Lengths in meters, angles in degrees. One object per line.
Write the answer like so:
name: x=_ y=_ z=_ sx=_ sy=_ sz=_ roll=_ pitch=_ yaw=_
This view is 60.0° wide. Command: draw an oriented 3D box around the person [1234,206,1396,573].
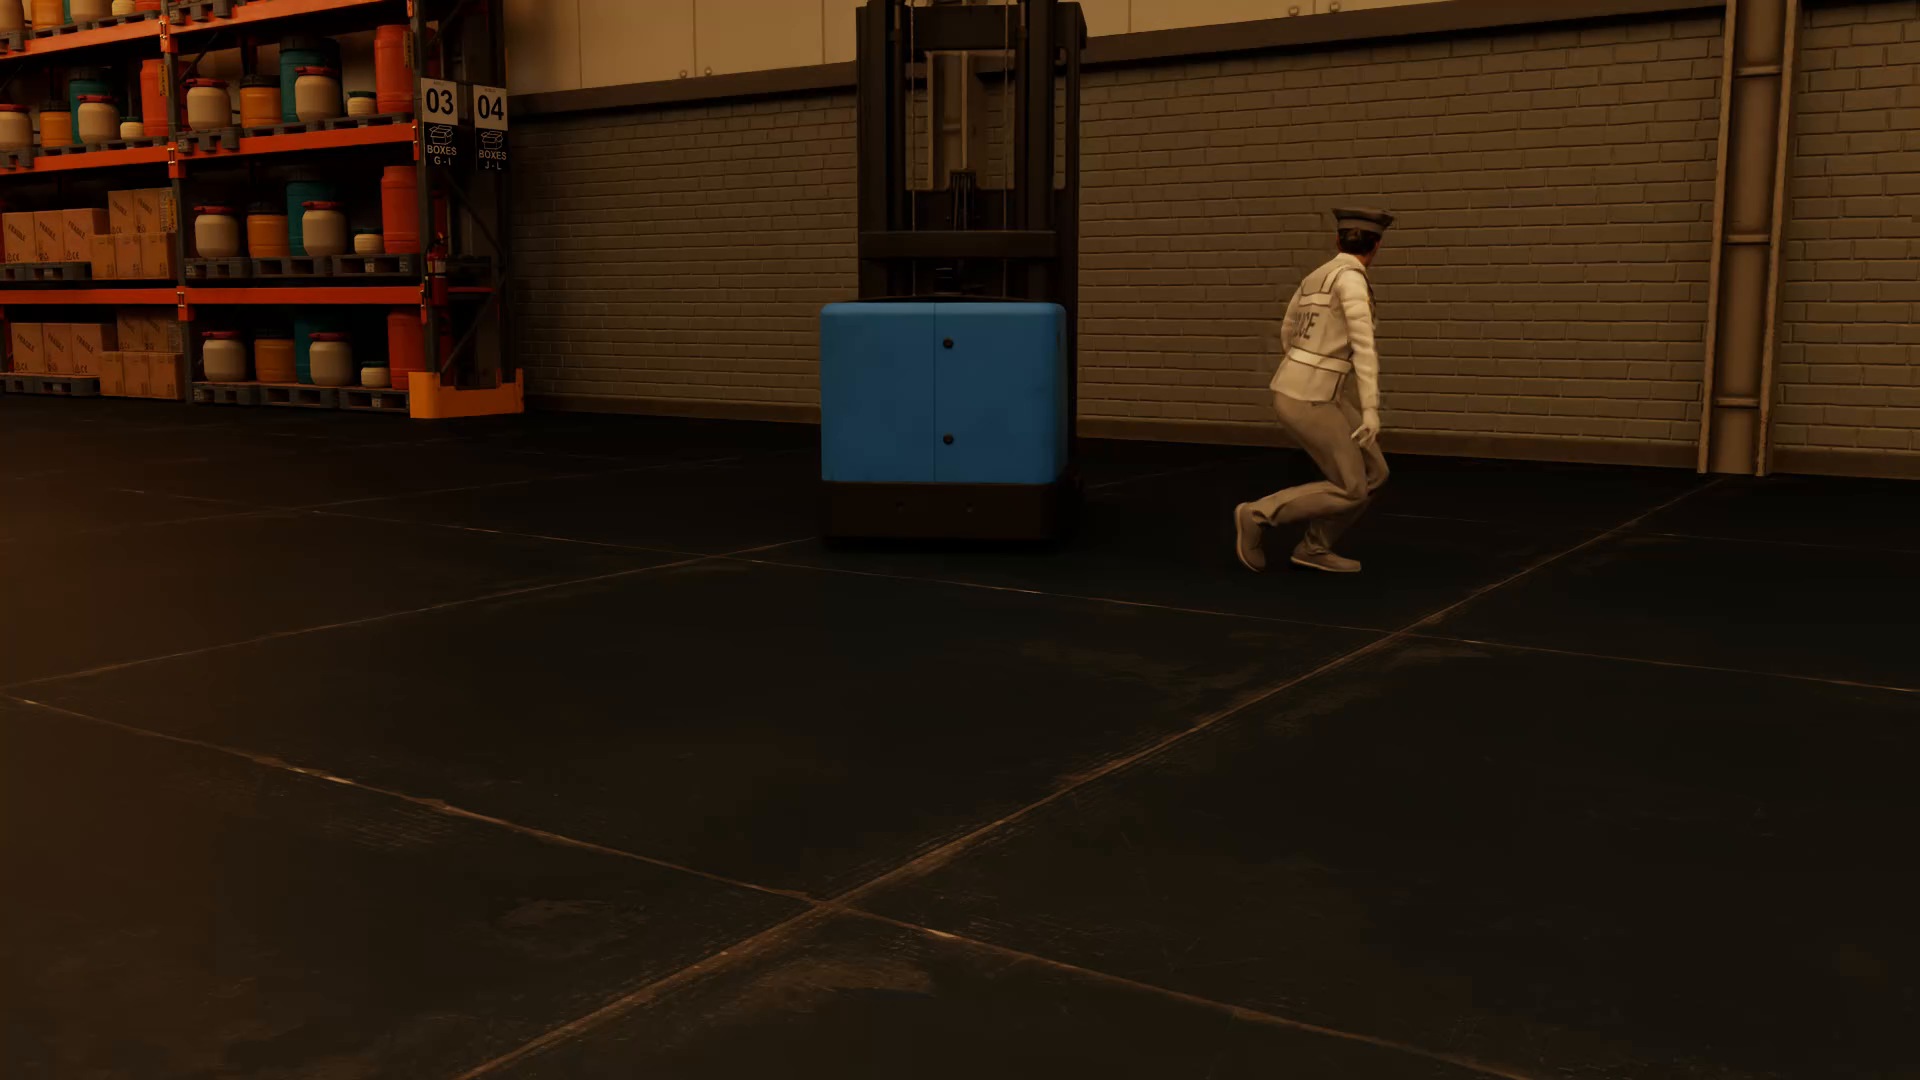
person: x=1.406 y=-0.574 z=6.590 sx=0.610 sy=1.454 sz=0.757 roll=1 pitch=8 yaw=8

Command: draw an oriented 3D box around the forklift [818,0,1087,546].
forklift: x=0.069 y=-1.597 z=8.424 sx=1.130 sy=2.935 sz=3.031 roll=1 pitch=8 yaw=7
